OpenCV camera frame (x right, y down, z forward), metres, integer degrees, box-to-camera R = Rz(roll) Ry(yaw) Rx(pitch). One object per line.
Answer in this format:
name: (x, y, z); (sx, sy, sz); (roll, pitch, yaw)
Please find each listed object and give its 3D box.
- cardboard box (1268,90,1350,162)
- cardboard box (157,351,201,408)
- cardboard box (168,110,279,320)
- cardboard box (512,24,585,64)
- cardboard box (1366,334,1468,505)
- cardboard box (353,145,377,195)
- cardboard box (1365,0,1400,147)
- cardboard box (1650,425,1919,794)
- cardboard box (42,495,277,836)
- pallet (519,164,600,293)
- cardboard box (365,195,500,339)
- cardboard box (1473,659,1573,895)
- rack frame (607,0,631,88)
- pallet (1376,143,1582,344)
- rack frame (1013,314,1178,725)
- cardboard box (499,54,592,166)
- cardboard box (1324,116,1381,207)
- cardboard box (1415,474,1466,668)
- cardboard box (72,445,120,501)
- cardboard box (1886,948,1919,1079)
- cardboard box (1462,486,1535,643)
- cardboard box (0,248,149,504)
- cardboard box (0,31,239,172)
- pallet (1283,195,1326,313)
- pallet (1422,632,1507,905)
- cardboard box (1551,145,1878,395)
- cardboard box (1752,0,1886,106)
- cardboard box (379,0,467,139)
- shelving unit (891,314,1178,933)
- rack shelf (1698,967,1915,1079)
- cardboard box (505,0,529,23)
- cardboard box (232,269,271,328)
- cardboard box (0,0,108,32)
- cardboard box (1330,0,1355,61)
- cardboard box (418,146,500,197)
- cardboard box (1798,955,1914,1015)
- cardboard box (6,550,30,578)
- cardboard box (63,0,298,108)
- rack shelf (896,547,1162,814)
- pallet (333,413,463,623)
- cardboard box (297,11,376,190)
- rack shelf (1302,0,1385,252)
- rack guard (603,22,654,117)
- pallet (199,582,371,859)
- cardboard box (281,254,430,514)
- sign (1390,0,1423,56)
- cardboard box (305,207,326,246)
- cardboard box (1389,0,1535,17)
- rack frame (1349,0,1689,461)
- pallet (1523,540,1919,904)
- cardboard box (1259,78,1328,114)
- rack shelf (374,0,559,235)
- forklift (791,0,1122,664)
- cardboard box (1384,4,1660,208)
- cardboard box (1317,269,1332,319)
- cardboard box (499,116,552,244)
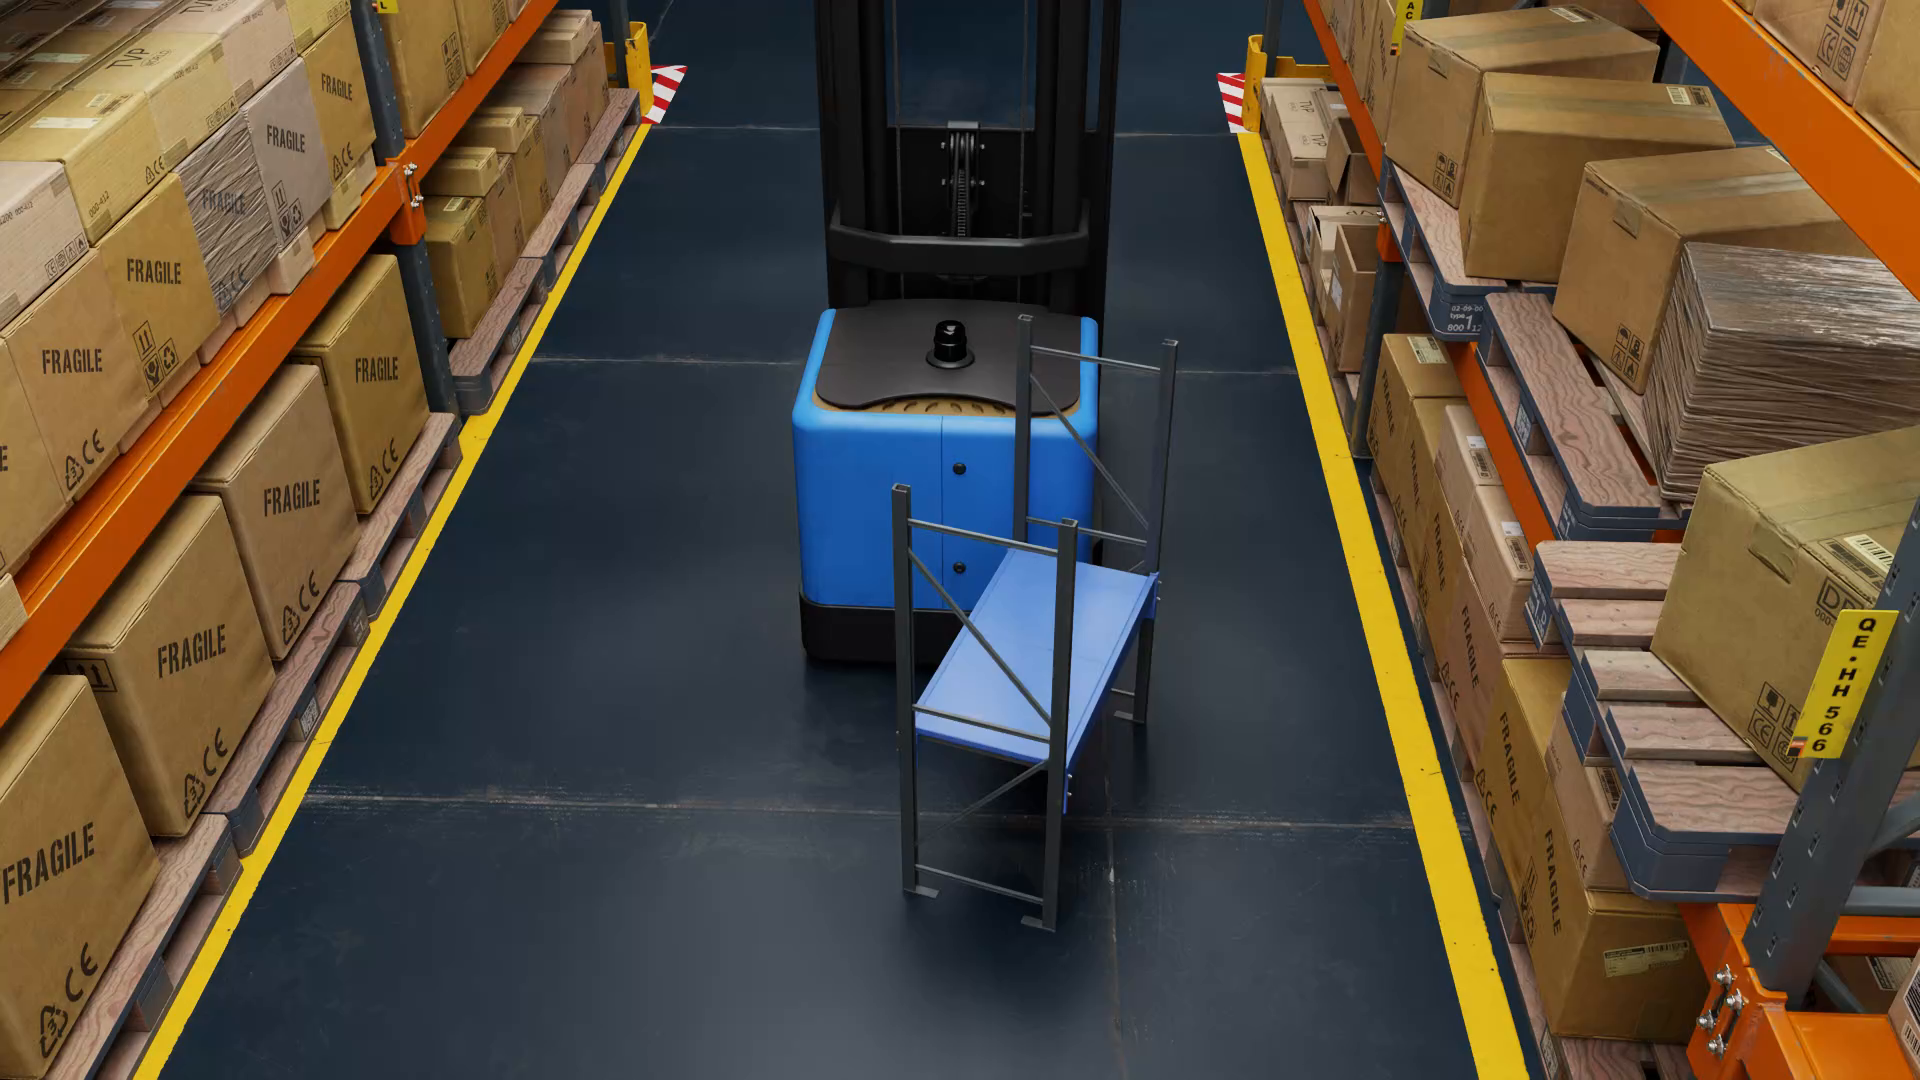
cardboard box: (2.049, -2.359, 9.507); (0.500, 0.250, 0.500); (1, 35, 2)
cardboard box: (-2.584, -0.535, 5.103); (0.380, 0.149, 0.250); (2, 35, 3)
cardboard box: (-2.542, -1.029, 5.243); (0.500, 0.500, 0.500); (1, 35, 2)
cardboard box: (-2.336, -2.795, 9.362); (0.380, 0.149, 0.250); (2, 35, 3)
cardboard box: (1.951, -0.484, 6.621); (0.500, 0.500, 0.500); (0, 35, 0)
cardboard box: (-2.467, -1.416, 6.357); (0.380, 0.149, 0.250); (2, 35, 2)
cardboard box: (1.977, -1.933, 6.805); (0.500, 0.500, 0.500); (2, 35, 3)
cardboard box: (1.966, 0.122, 3.516); (0.700, 0.500, 0.500); (-10, 36, -14)
cardboard box: (-2.695, 0.372, 5.117); (0.750, 0.750, 0.750); (1, 35, 2)
pallet: (-2.581, -1.708, 8.997); (1.003, 0.211, 1.213); (1, 35, 2)
cardboard box: (-2.604, -1.288, 7.782); (0.700, 0.500, 0.500); (2, 35, 2)
cardboard box: (1.877, 0.702, 4.934); (0.500, 0.500, 0.500); (0, 35, 0)
rack frame: (-2.576, -4.009, 9.846); (1.000, 3.000, 0.127); (1, 35, 2)
pallet: (2.072, -1.064, 5.822); (1.003, 0.211, 1.213); (1, 35, 2)
rack frame: (0.416, -0.025, 5.481); (0.500, 1.500, 0.032); (12, 37, 17)
cardboard box: (-2.524, -2.467, 9.460); (0.700, 0.500, 0.500); (1, 35, 2)
cardboard box: (2.284, -1.837, 8.544); (0.797, 0.503, 0.637); (1, 35, 2)
cardboard box: (1.913, 0.110, 5.777); (0.500, 0.500, 0.500); (2, 35, 2)
cardboard box: (-2.628, -0.242, 4.687); (0.380, 0.149, 0.250); (2, 35, 3)
cardboard box: (1.995, 0.943, 2.876); (0.500, 0.311, 0.500); (3, 35, 5)
cardboard box: (1.891, 0.072, 5.178); (0.500, 0.250, 0.500); (1, 35, 1)
cardboard box: (-2.570, -0.443, 4.409); (0.500, 0.500, 0.500); (1, 35, 2)
cardboard box: (-2.550, -1.328, 5.016); (0.500, 0.250, 0.500); (2, 35, 3)
pallet: (2.288, -1.555, 8.780); (1.003, 0.211, 1.213); (1, 35, 2)
pallet: (2.172, 0.713, 5.552); (1.003, 0.211, 1.213); (1, 35, 2)
cardboard box: (2.204, -0.795, 4.821); (0.700, 0.500, 0.500); (-7, 36, -10)
cardboard box: (2.057, -1.114, 3.030); (0.910, 0.500, 0.500); (1, 35, 2)
cardboard box: (-2.698, -2.145, 6.933); (0.980, 0.700, 0.700); (2, 35, 3)
shelving unit: (0.238, 0.249, 5.091); (0.538, 1.500, 1.048); (12, 37, 17)
rack shelf: (1.973, 2.142, 1.719); (1.077, 0.370, 4.000); (1, 35, 2)
cardboard box: (-2.644, -2.983, 8.125); (0.980, 0.700, 0.700); (0, 35, 0)
cardboard box: (-2.537, -0.831, 5.524); (0.380, 0.149, 0.250); (1, 35, 2)
cardboard box: (-3.029, -1.630, 5.445); (0.500, 0.250, 0.500); (2, 35, 2)
cardboard box: (2.015, -2.525, 7.646); (0.500, 0.500, 0.500); (2, 35, 3)
cardboard box: (-2.408, -1.746, 7.870); (0.380, 0.149, 0.250); (2, 35, 3)
cardboard box: (2.357, 1.287, 4.102); (0.500, 0.500, 0.500); (3, 35, 4)
cardboard box: (-2.651, 0.055, 4.264); (0.380, 0.149, 0.250); (1, 35, 1)
cardboard box: (-2.530, -1.621, 5.433); (0.500, 0.250, 0.500); (2, 35, 3)
rack shelf: (0.238, 0.396, 5.195); (0.538, 0.185, 1.000); (12, 37, 17)
pallet: (-2.692, -0.125, 6.745); (1.003, 0.211, 1.213); (1, 35, 2)
cardboard box: (-2.503, -1.611, 6.071); (0.500, 0.500, 0.500); (1, 35, 1)
rack shelf: (2.294, -2.454, 8.258); (1.077, 0.370, 4.000); (1, 35, 2)
rack guard: (-2.575, -3.001, 10.585); (1.175, 0.500, 0.348); (1, 35, 2)
pallet: (-2.738, 0.577, 5.745); (1.003, 0.211, 1.213); (1, 35, 2)
cardboard box: (-2.632, -0.627, 6.538); (0.750, 0.750, 0.750); (2, 35, 2)
sign: (1.671, -1.961, 6.179); (0.100, 0.325, 0.005); (1, 35, 2)
cardboard box: (-2.509, -1.123, 5.940); (0.380, 0.149, 0.250); (2, 35, 3)
cardboard box: (1.975, -2.346, 6.522); (0.500, 0.500, 0.500); (2, 35, 2)
rack frame: (2.214, -1.599, 6.417); (1.000, 3.000, 0.127); (1, 35, 2)
pallet: (2.010, 0.386, 3.758); (1.213, 0.211, 1.003); (1, 35, 2)
cardboard box: (2.014, -2.678, 10.049); (0.380, 0.149, 0.250); (1, 35, 2)
rack shelf: (-2.656, -2.566, 8.418); (1.077, 0.370, 4.000); (1, 35, 2)
forklift: (0.043, -1.561, 6.422); (1.130, 2.935, 3.031); (2, 35, 3)
cardboard box: (1.971, -1.545, 5.887); (0.700, 0.500, 0.500); (-10, 36, -14)
cardboard box: (1.908, -1.163, 7.893); (0.380, 0.149, 0.250); (1, 35, 2)
cardboard box: (-2.557, -1.871, 8.612); (0.700, 0.500, 0.500); (2, 35, 3)
